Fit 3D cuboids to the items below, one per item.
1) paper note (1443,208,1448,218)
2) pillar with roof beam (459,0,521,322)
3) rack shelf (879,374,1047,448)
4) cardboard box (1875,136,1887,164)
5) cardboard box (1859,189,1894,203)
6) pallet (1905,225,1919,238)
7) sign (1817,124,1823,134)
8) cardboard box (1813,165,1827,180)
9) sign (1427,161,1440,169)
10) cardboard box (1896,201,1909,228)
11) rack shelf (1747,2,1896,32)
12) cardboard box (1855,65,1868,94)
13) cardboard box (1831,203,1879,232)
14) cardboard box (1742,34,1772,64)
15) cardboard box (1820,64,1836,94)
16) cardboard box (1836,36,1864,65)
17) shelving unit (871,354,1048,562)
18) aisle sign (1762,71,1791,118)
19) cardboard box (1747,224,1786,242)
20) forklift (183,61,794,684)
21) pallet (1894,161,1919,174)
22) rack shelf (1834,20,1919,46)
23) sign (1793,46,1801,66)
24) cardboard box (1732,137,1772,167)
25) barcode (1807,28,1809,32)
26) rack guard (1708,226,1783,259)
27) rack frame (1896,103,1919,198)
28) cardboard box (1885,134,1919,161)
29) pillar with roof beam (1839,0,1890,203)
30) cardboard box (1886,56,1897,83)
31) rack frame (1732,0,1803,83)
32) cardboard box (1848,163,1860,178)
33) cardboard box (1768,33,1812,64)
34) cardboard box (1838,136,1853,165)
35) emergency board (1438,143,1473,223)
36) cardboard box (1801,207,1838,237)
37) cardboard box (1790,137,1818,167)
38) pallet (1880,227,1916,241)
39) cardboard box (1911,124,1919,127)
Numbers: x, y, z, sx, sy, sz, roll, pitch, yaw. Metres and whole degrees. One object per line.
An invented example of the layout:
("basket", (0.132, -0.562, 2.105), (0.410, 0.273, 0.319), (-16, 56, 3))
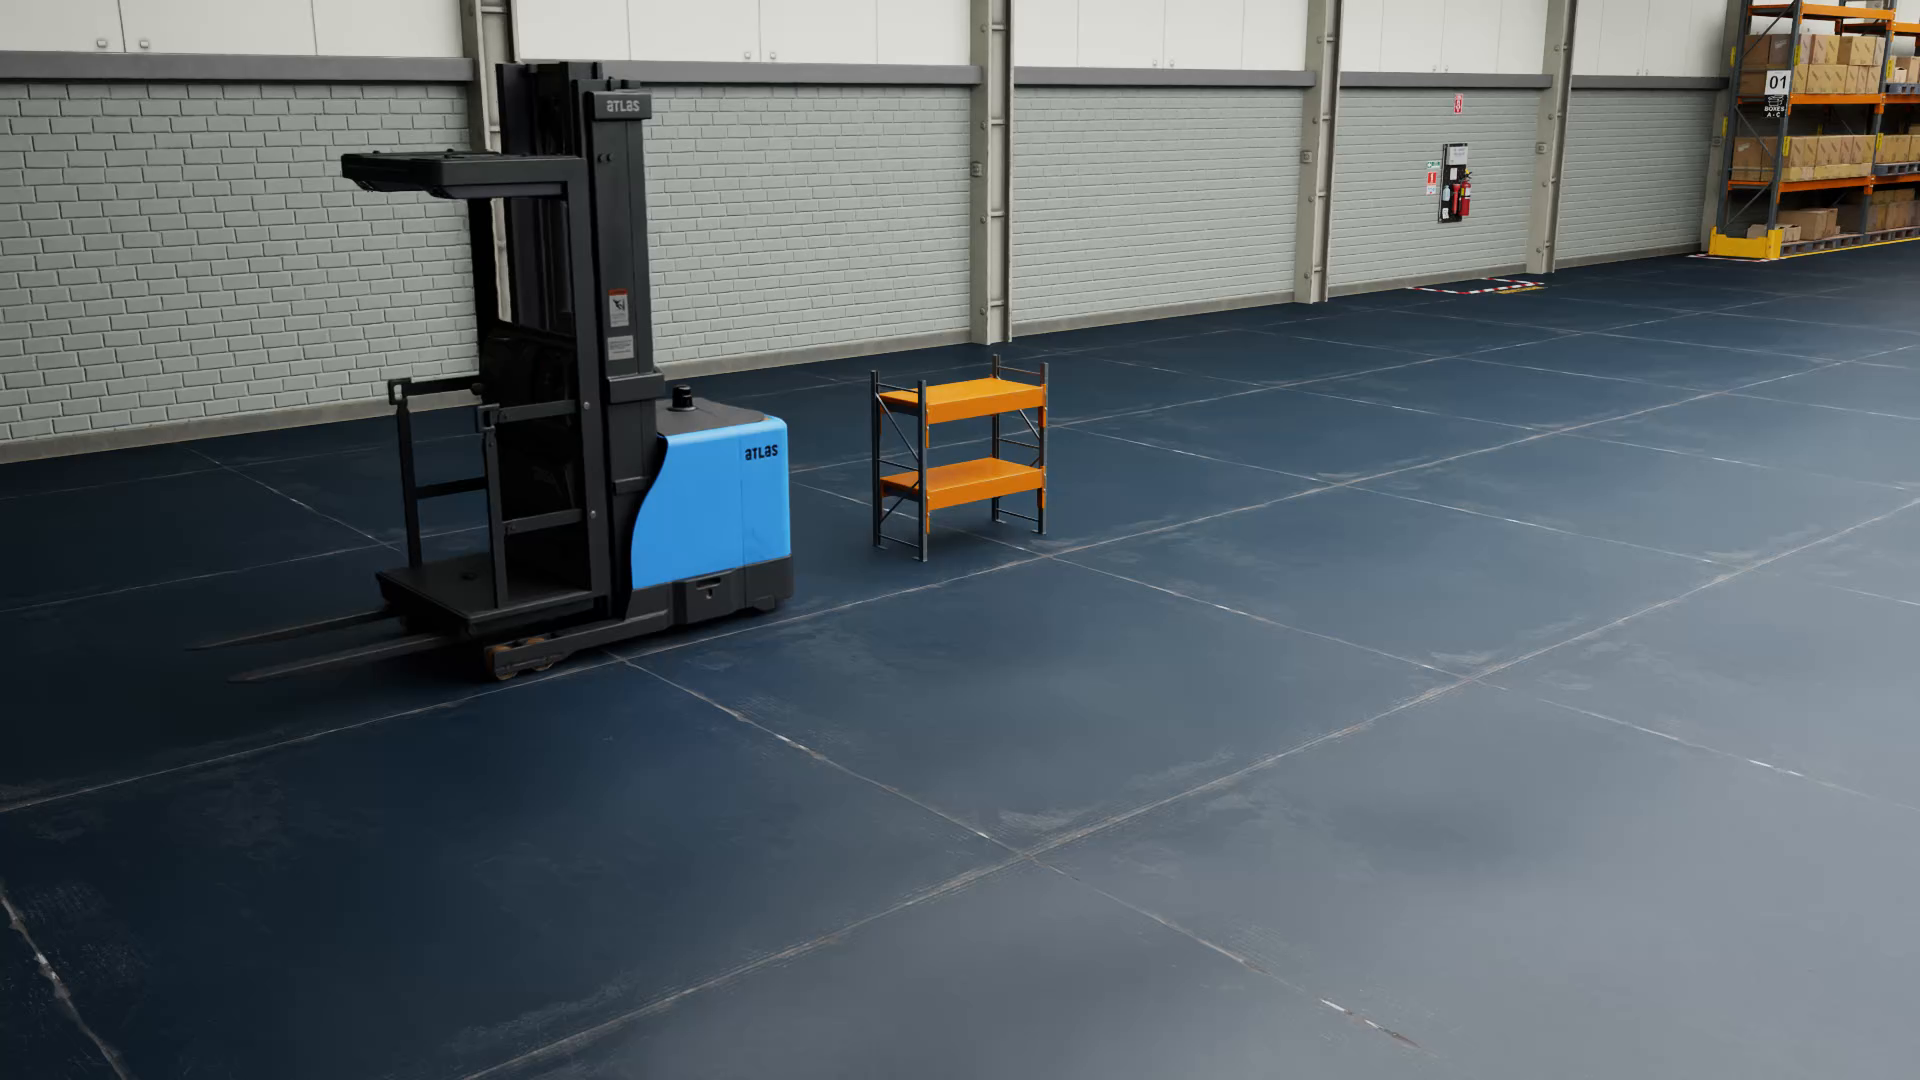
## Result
("paper note", (7.344, -4.942, 25.144), (0.142, 0.148, 0.016), (-13, 19, -39))
("pillar with roof beam", (-1.341, -4.806, 11.304), (0.400, 9.000, 9.100), (-13, 19, -39))
("rack shelf", (0.005, -0.827, 10.534), (1.000, 0.278, 0.538), (-13, 19, -39))
("cardboard box", (17.402, -7.542, 32.128), (0.500, 0.500, 0.700), (-13, 19, -39))
("cardboard box", (18.260, -6.861, 33.162), (0.500, 0.250, 0.500), (-13, 20, -41))
("pallet", (19.422, -6.400, 34.302), (1.213, 0.211, 1.003), (-13, 19, -39))
("sign", (16.628, -7.869, 32.152), (0.005, 0.325, 0.100), (-13, 19, -39))
("cardboard box", (15.325, -6.658, 30.116), (0.500, 0.250, 0.500), (-13, 20, -40))
("sign", (7.047, -5.582, 24.740), (0.331, 0.109, 0.001), (-13, 19, -39))
("cardboard box", (18.683, -6.598, 33.630), (0.500, 0.500, 0.700), (-13, 20, -40))
("rack shelf", (15.487, -9.412, 29.950), (4.000, 0.370, 1.077), (-13, 19, -39))
("cardboard box", (16.387, -8.492, 30.685), (0.500, 0.500, 0.500), (14, 20, 42))
("cardboard box", (17.540, -6.335, 32.644), (0.500, 0.500, 0.700), (-12, 19, -38))
("cardboard box", (14.131, -8.638, 29.295), (0.500, 0.500, 0.500), (-12, 19, -37))
("cardboard box", (15.212, -8.212, 29.637), (0.500, 0.500, 0.500), (-12, 19, -37))
("cardboard box", (16.002, -8.869, 30.158), (0.500, 0.500, 0.500), (-14, 20, -41))
("shelving unit", (0.005, -0.545, 10.609), (1.048, 1.125, 0.538), (-13, 19, -39))
("aisle sign", (14.120, -7.710, 28.763), (0.004, 0.787, 0.394), (-13, 19, -39))
("cardboard box", (14.559, -5.537, 30.026), (0.500, 0.311, 0.500), (13, 20, 41))
("forklift", (-2.368, -0.881, 8.369), (3.031, 2.935, 1.130), (-13, 20, -40))
("pallet", (18.546, -7.444, 33.176), (1.213, 0.211, 1.003), (-13, 19, -39))
("rack shelf", (18.504, -9.898, 32.538), (4.000, 0.370, 1.077), (-13, 19, -39))
("sign", (14.334, -8.290, 28.467), (0.005, 0.325, 0.100), (-13, 19, -39))
("cardboard box", (14.194, -6.945, 29.737), (0.500, 0.500, 0.500), (-13, 20, -40))
("barcode", (15.664, -9.417, 30.699), (0.075, 0.075, 0.001), (-13, 19, -39))
("rack guard", (14.035, -5.330, 29.734), (0.348, 0.500, 1.175), (-13, 19, -39))
("rack frame", (20.013, -7.880, 34.436), (0.127, 3.000, 1.000), (-13, 19, -39))
("cardboard box", (18.740, -7.843, 33.255), (0.500, 0.500, 0.700), (-13, 19, -39))
("pillar with roof beam", (21.290, -9.888, 30.331), (0.400, 9.000, 9.100), (-13, 19, -39))
("cardboard box", (17.460, -8.979, 31.734), (0.500, 0.500, 0.500), (-9, 18, -32))
("rack frame", (13.978, -9.423, 28.589), (0.127, 3.000, 1.000), (-13, 19, -39))
("cardboard box", (16.456, -6.917, 31.085), (0.500, 0.250, 0.500), (-13, 19, -39))
("cardboard box", (14.428, -8.533, 28.899), (0.500, 0.500, 0.500), (14, 21, 43))
("cardboard box", (16.082, -7.192, 30.662), (0.500, 0.500, 0.500), (-13, 20, -41))
("emergency board", (7.522, -5.384, 25.092), (0.643, 1.169, 0.194), (-13, 19, -39))
("cardboard box", (16.239, -6.023, 31.478), (0.500, 0.500, 0.500), (14, 21, 43))
("cardboard box", (14.915, -6.928, 29.673), (0.500, 0.500, 0.500), (-13, 19, -39))
("pallet", (18.502, -6.195, 33.532), (1.213, 0.211, 1.003), (-13, 19, -39))
("cardboard box", (20.185, -8.571, 34.762), (0.500, 0.250, 0.500), (-12, 19, -38))
